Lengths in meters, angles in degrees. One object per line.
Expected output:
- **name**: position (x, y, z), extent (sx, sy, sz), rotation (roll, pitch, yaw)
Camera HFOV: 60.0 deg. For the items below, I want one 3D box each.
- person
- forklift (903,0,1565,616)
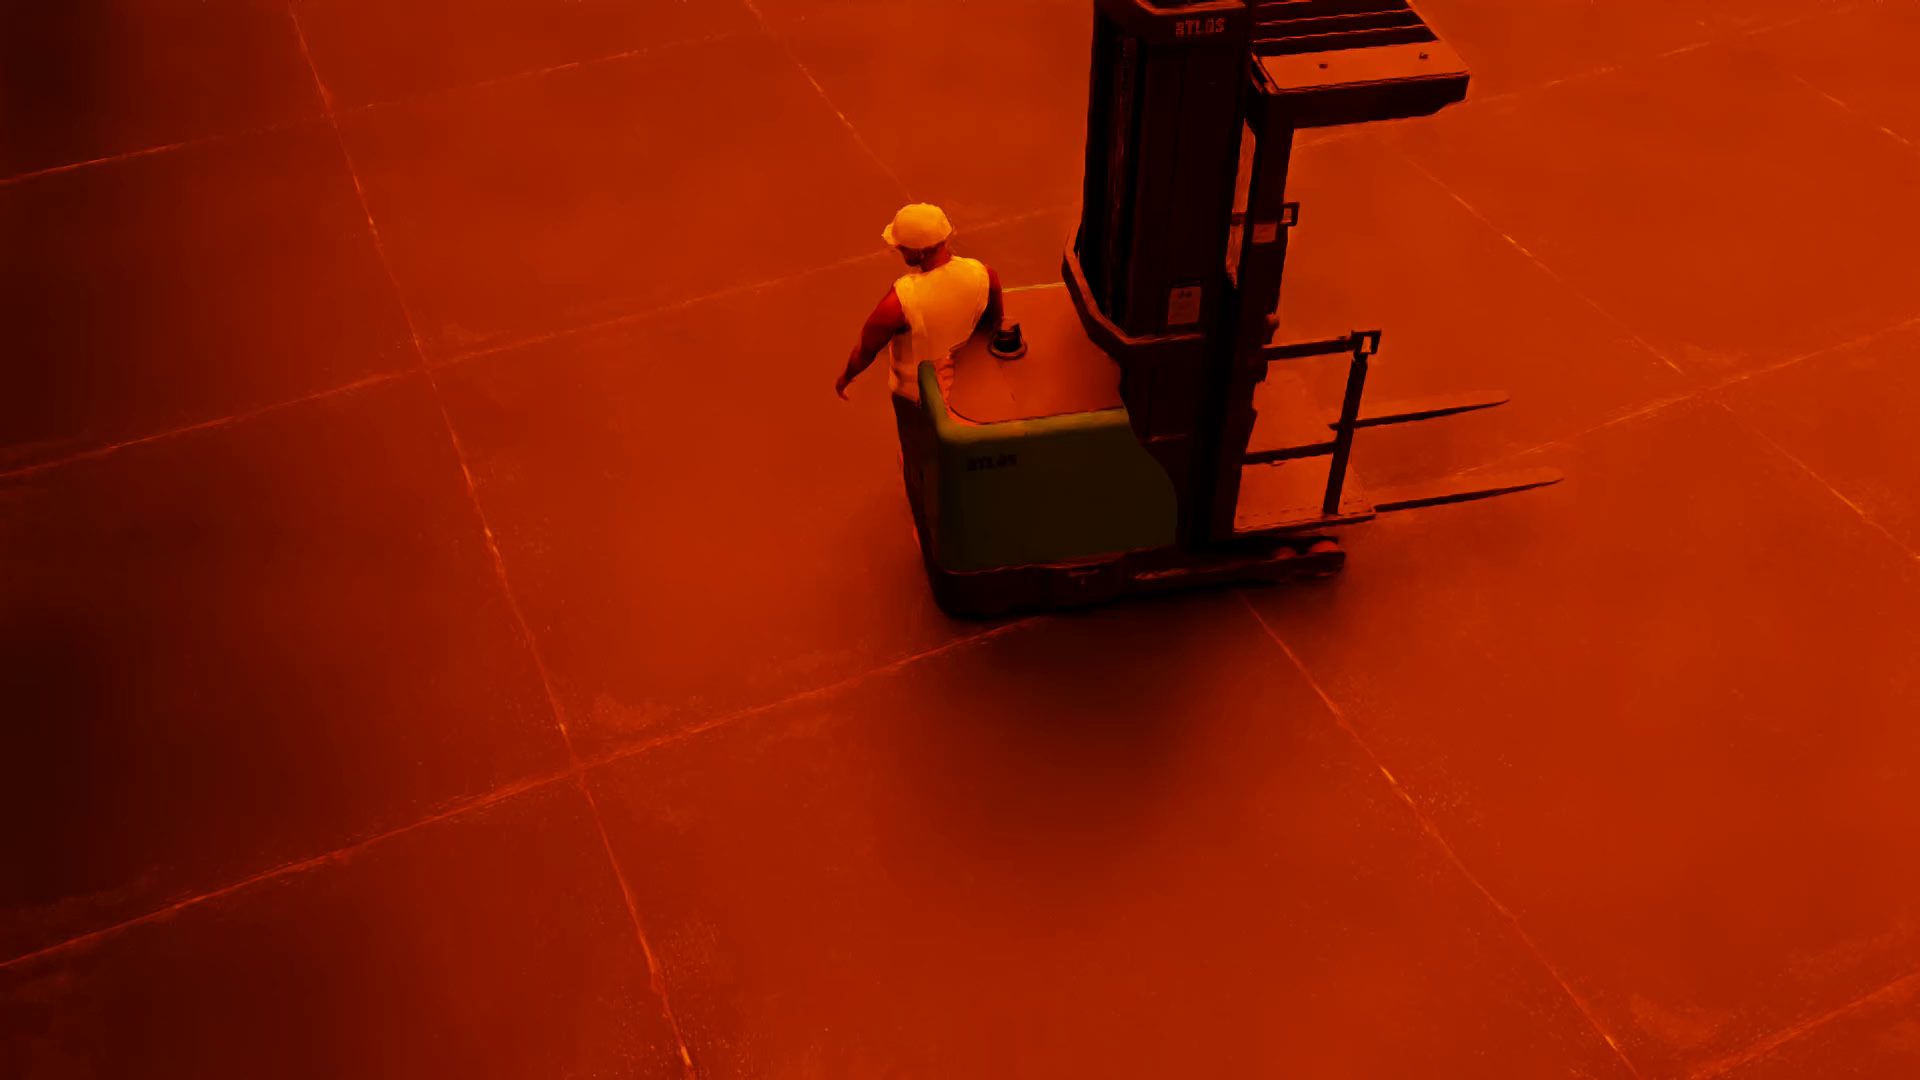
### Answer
- **person**: position (-0.156, -0.757, 7.387), extent (0.743, 1.744, 0.776), rotation (-28, 50, -26)
- **forklift**: position (1.297, -1.229, 6.997), extent (3.031, 2.935, 1.130), rotation (-7, 44, -8)
